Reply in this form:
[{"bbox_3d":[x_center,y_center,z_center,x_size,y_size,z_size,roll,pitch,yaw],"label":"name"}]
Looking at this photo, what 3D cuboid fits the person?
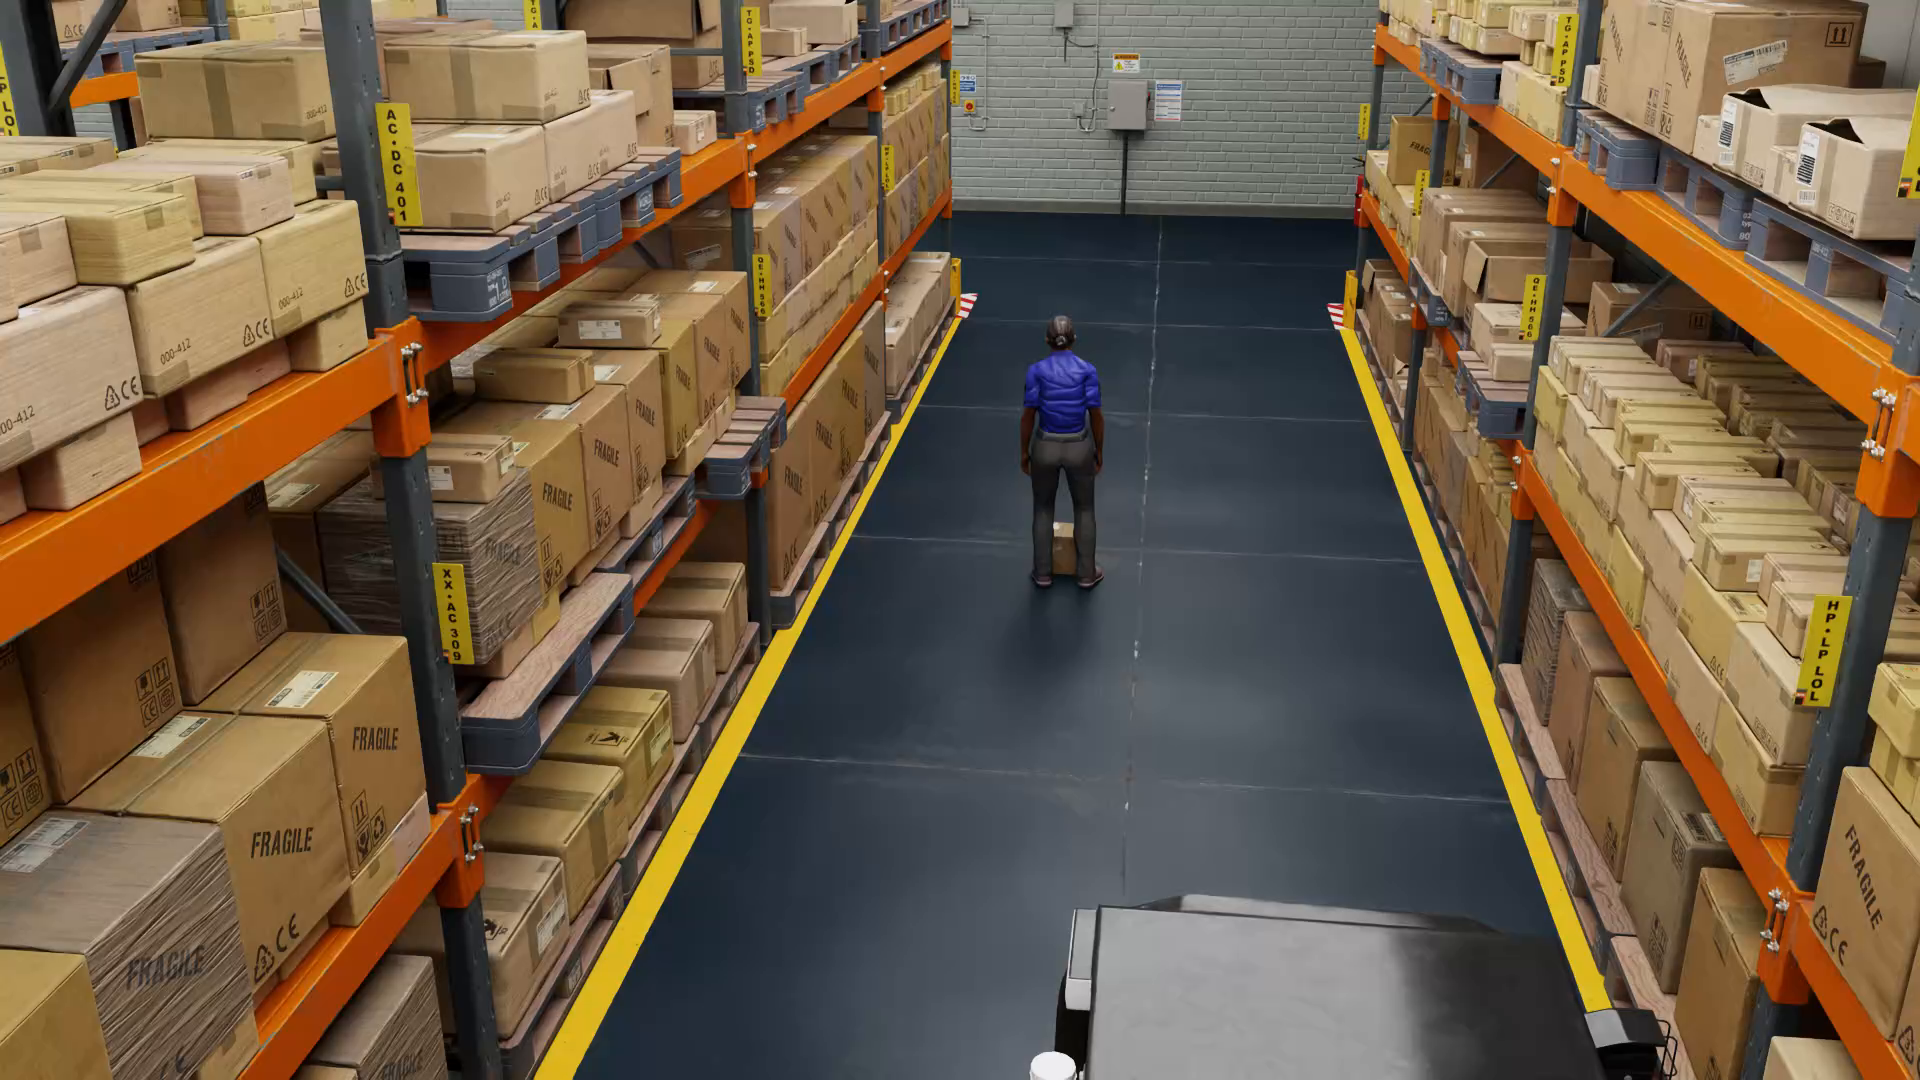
[{"bbox_3d":[0.620,-0.516,9.914,0.524,1.653,0.352,1,21,3],"label":"person"}]
